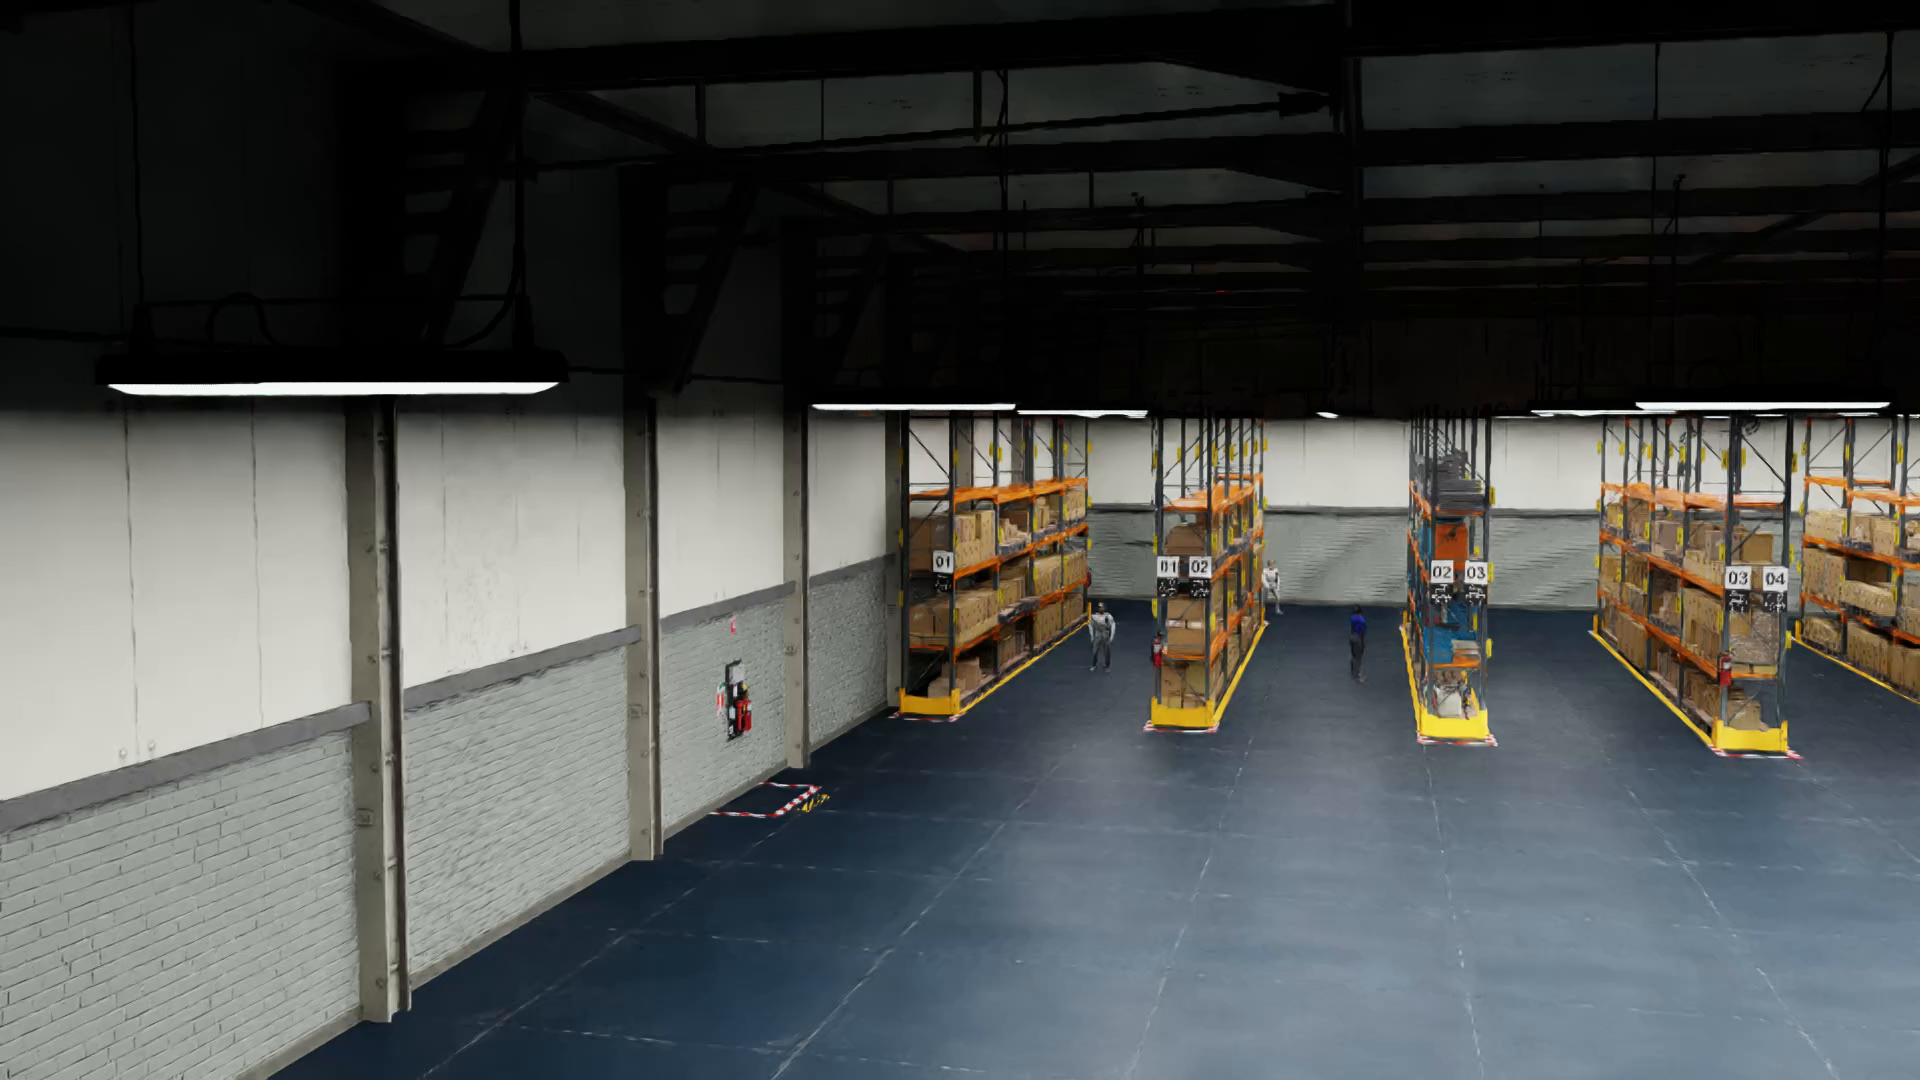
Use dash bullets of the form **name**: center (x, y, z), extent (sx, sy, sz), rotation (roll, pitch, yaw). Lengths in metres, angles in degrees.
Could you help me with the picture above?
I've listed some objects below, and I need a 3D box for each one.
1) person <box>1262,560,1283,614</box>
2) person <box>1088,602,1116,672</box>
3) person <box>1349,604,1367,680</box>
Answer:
- **person**: center (9.196, 1.377, 49.279), extent (0.642, 1.610, 0.800), rotation (0, 4, -4)
- **person**: center (3.236, 2.197, 37.905), extent (0.639, 1.632, 0.512), rotation (1, 4, 13)
- **person**: center (8.827, 2.244, 36.795), extent (0.422, 1.663, 0.502), rotation (-1, 4, -17)
